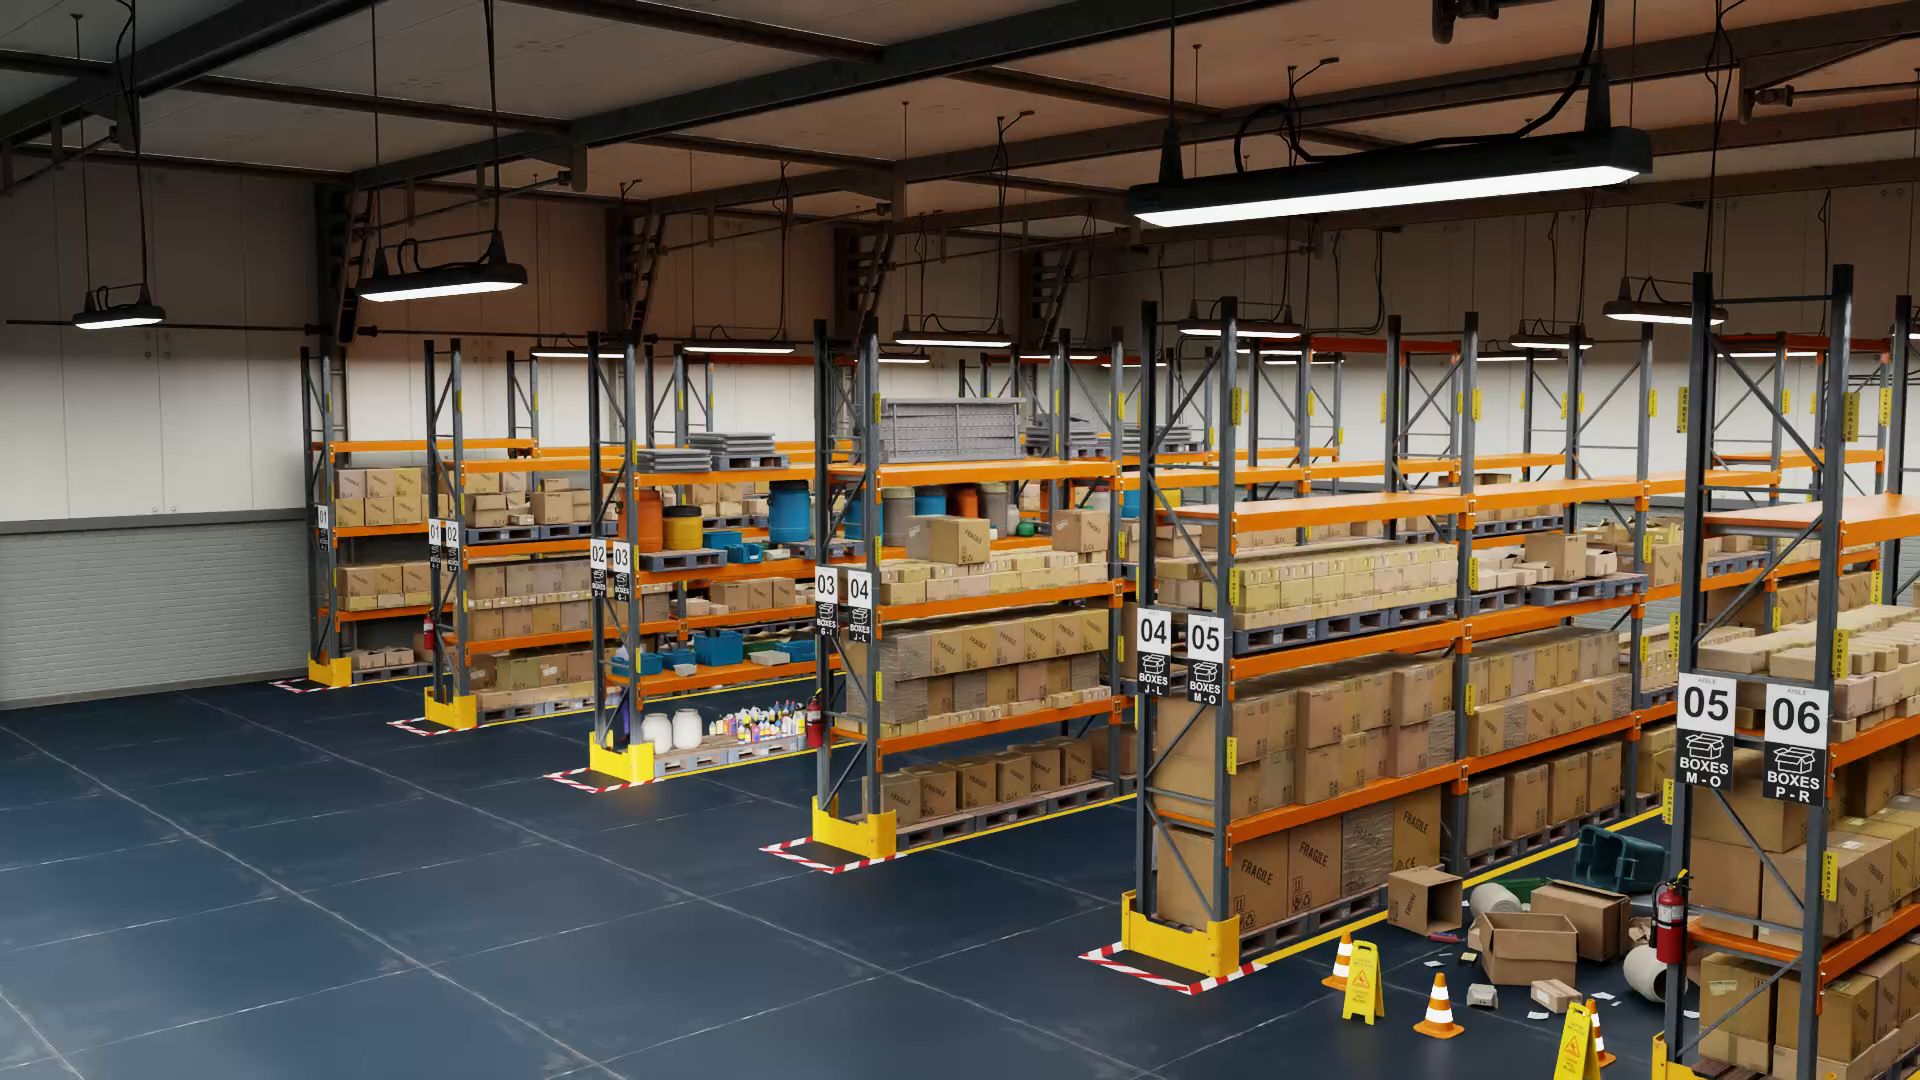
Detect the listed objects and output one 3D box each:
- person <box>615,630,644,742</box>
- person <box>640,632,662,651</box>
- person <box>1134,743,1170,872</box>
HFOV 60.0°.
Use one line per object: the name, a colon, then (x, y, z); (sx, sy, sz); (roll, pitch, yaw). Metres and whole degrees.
person: (-4.915, 2.171, 24.909); (0.567, 1.640, 0.340); (-4, 7, -40)
person: (-5.679, 1.657, 30.222); (0.573, 1.715, 0.577); (-2, 5, -17)
person: (2.186, 2.747, 18.067); (0.415, 1.693, 0.569); (3, 6, 31)
